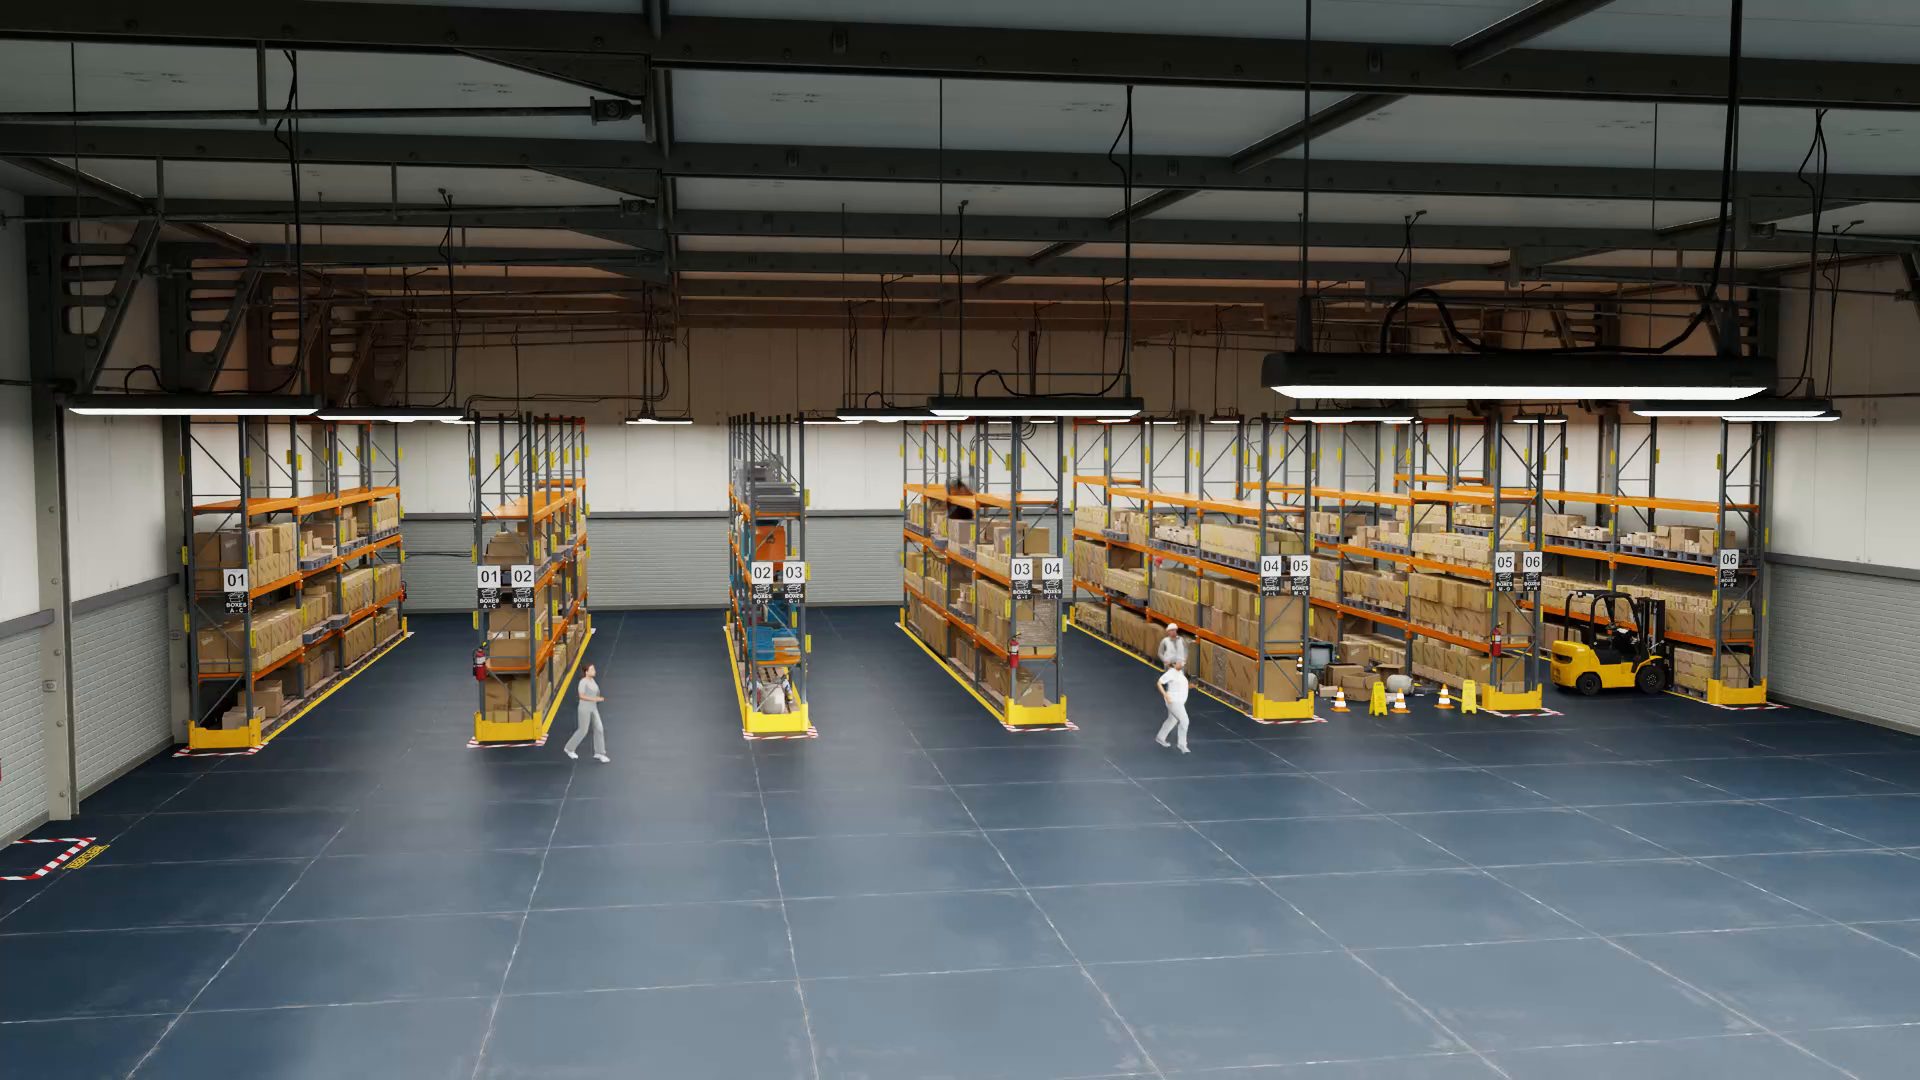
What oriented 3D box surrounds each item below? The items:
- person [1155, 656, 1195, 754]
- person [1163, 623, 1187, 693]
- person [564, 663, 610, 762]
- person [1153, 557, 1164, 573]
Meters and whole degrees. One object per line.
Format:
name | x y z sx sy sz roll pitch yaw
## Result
person | 3.785 2.900 29.341 0.764 1.729 0.579 2 4 25
person | 4.335 2.557 33.905 0.574 1.756 0.651 -1 4 -16
person | -6.392 2.951 28.473 0.830 1.714 0.579 1 4 17
person | 6.071 1.373 50.251 0.864 1.707 0.670 -1 4 -9
